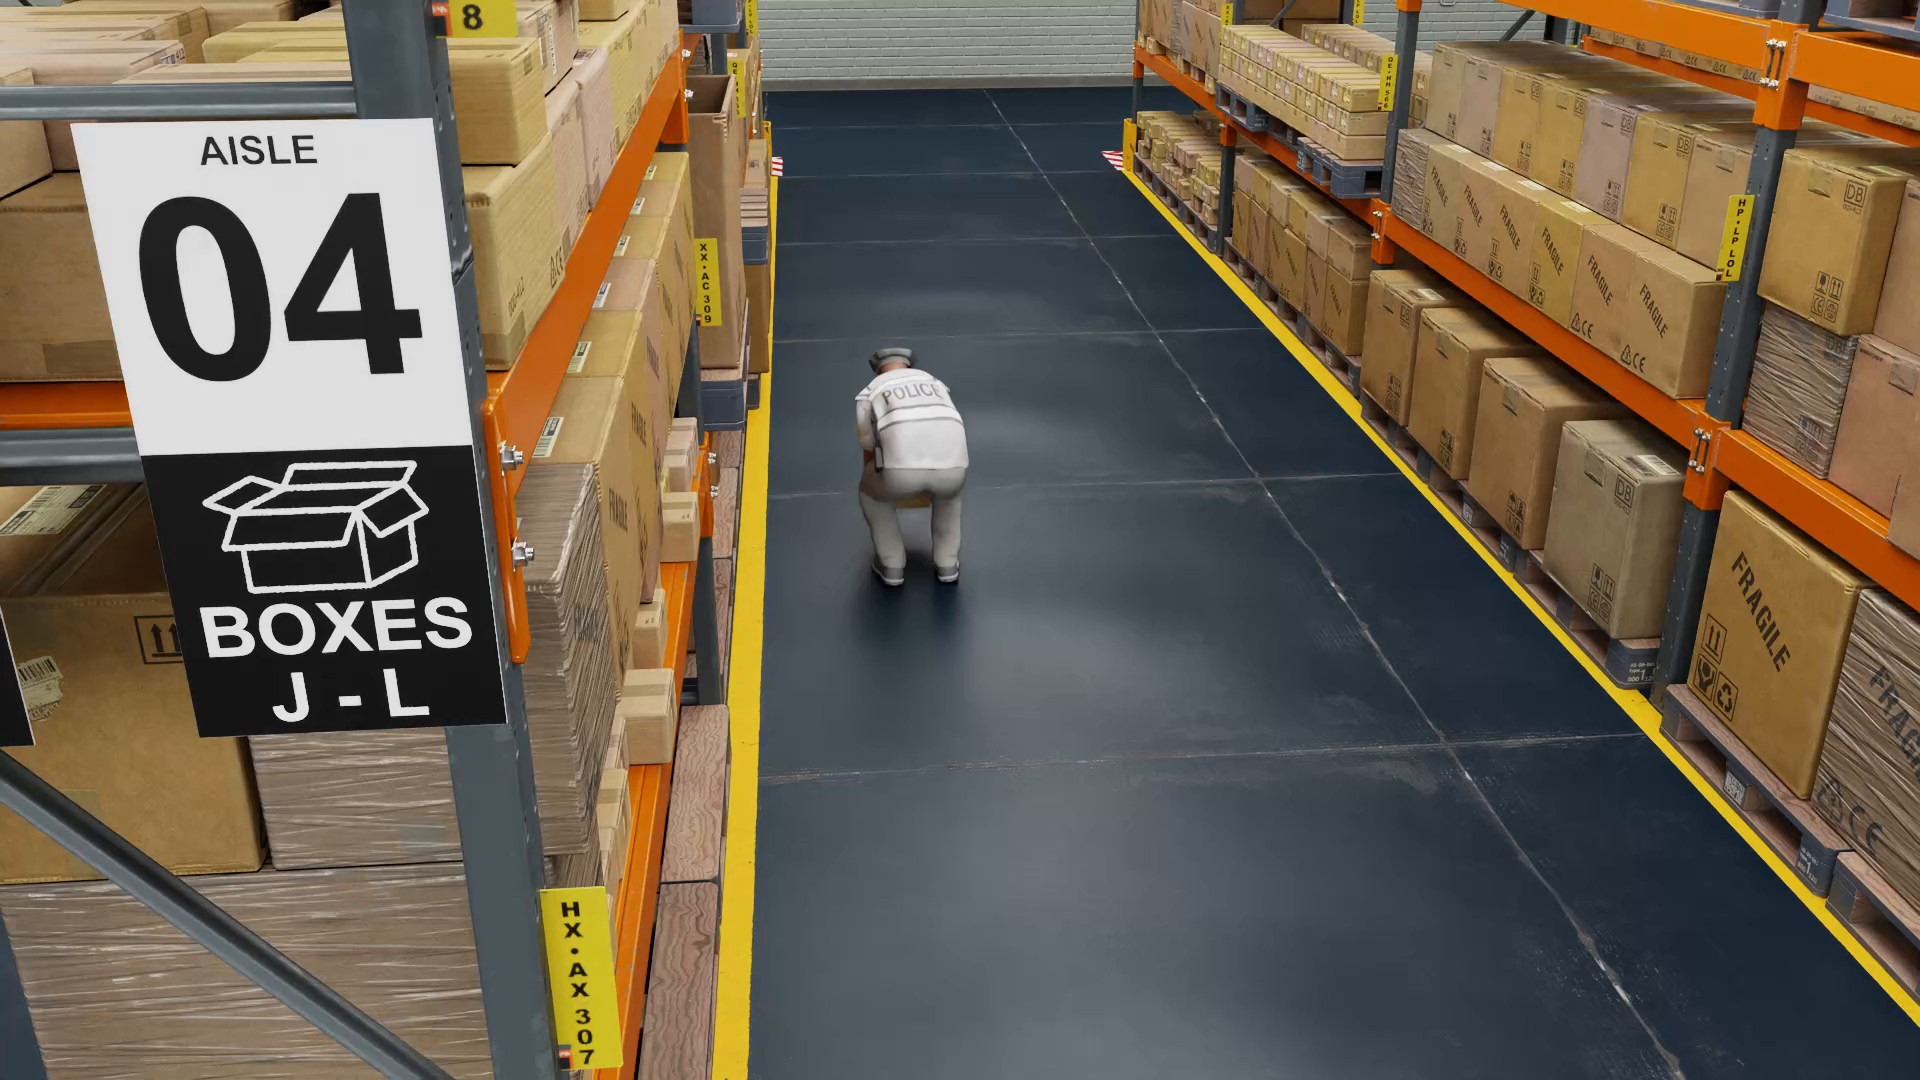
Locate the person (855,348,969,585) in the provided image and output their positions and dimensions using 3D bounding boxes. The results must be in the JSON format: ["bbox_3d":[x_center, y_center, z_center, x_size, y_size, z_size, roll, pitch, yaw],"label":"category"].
[{"bbox_3d":[-0.248,-0.369,8.348,0.544,1.027,1.019,-4,24,-9],"label":"person"}]
